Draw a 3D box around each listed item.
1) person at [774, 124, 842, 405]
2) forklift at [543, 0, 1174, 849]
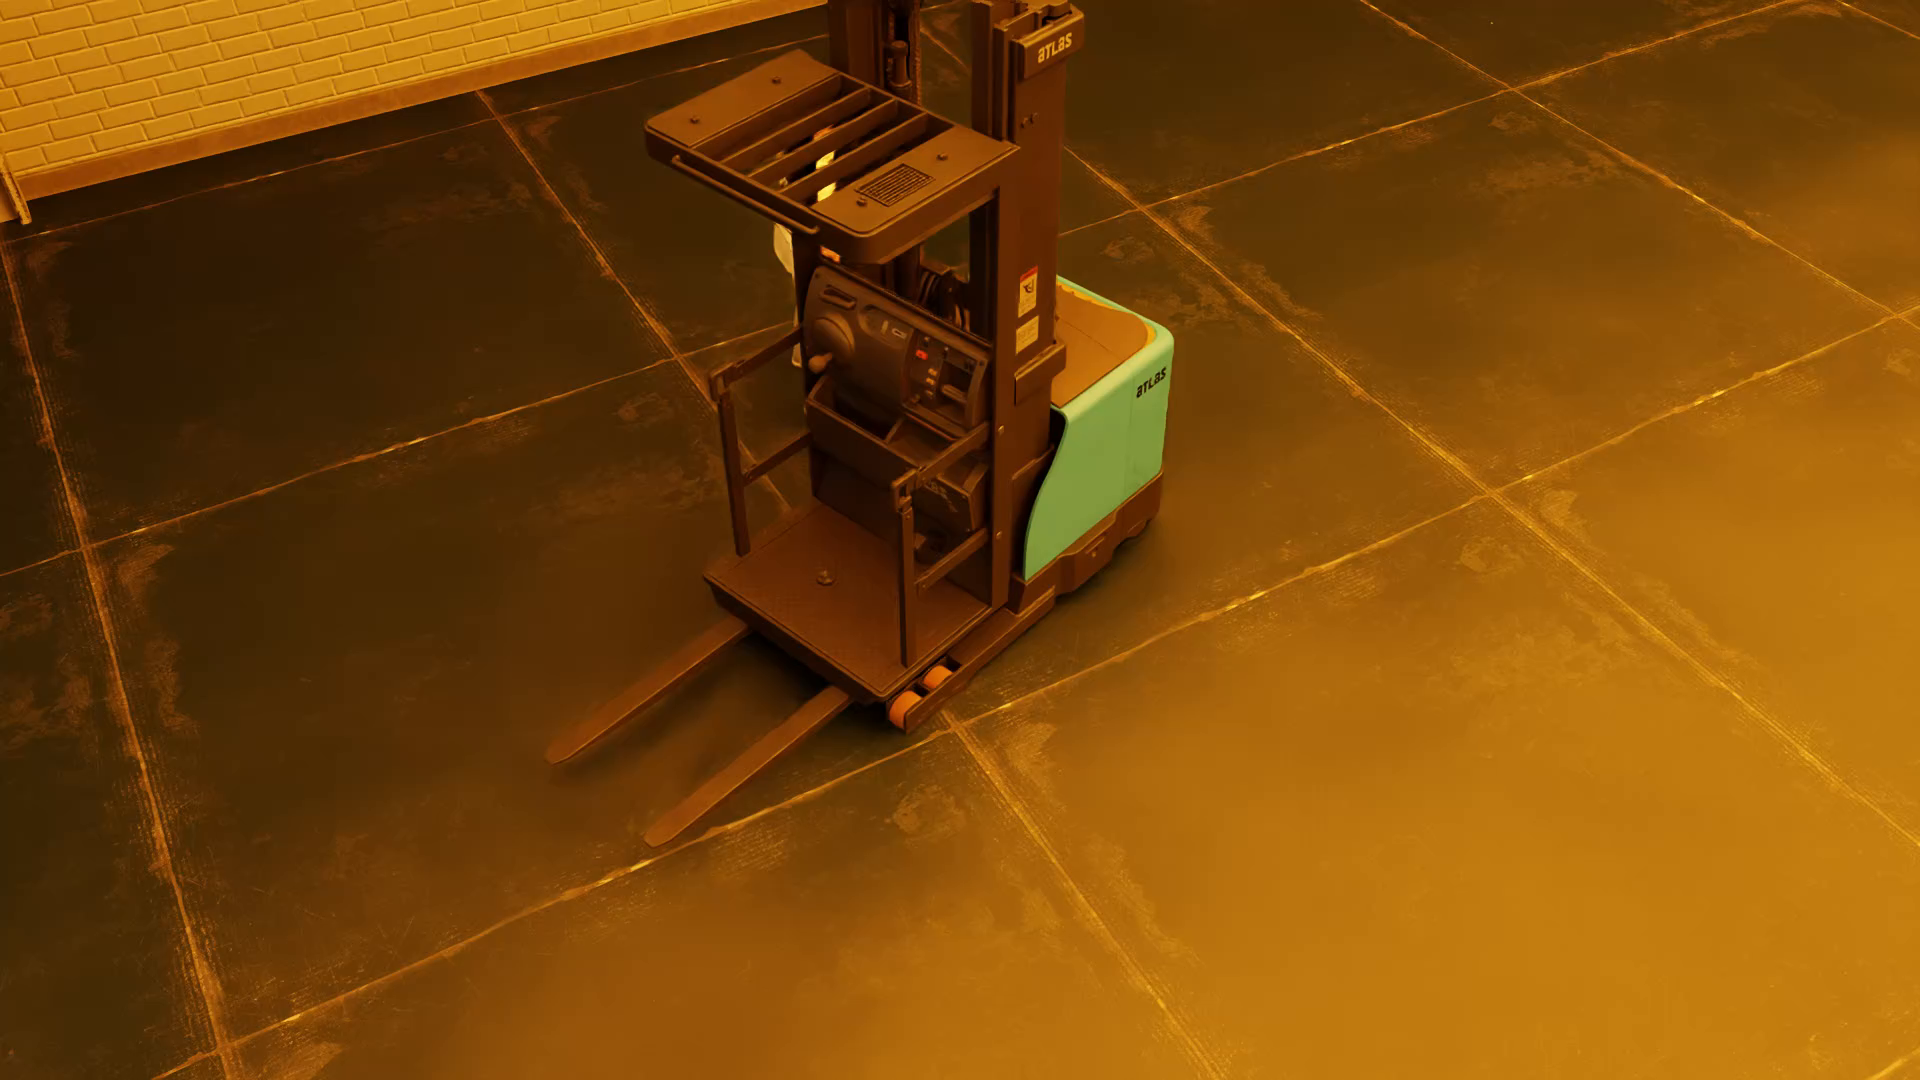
[{"bbox_3d":[-0.682,-1.414,8.111,0.421,1.722,0.793,-17,45,-17],"label":"person"},{"bbox_3d":[-0.402,-0.667,6.417,1.130,2.935,3.031,31,51,29],"label":"forklift"}]
